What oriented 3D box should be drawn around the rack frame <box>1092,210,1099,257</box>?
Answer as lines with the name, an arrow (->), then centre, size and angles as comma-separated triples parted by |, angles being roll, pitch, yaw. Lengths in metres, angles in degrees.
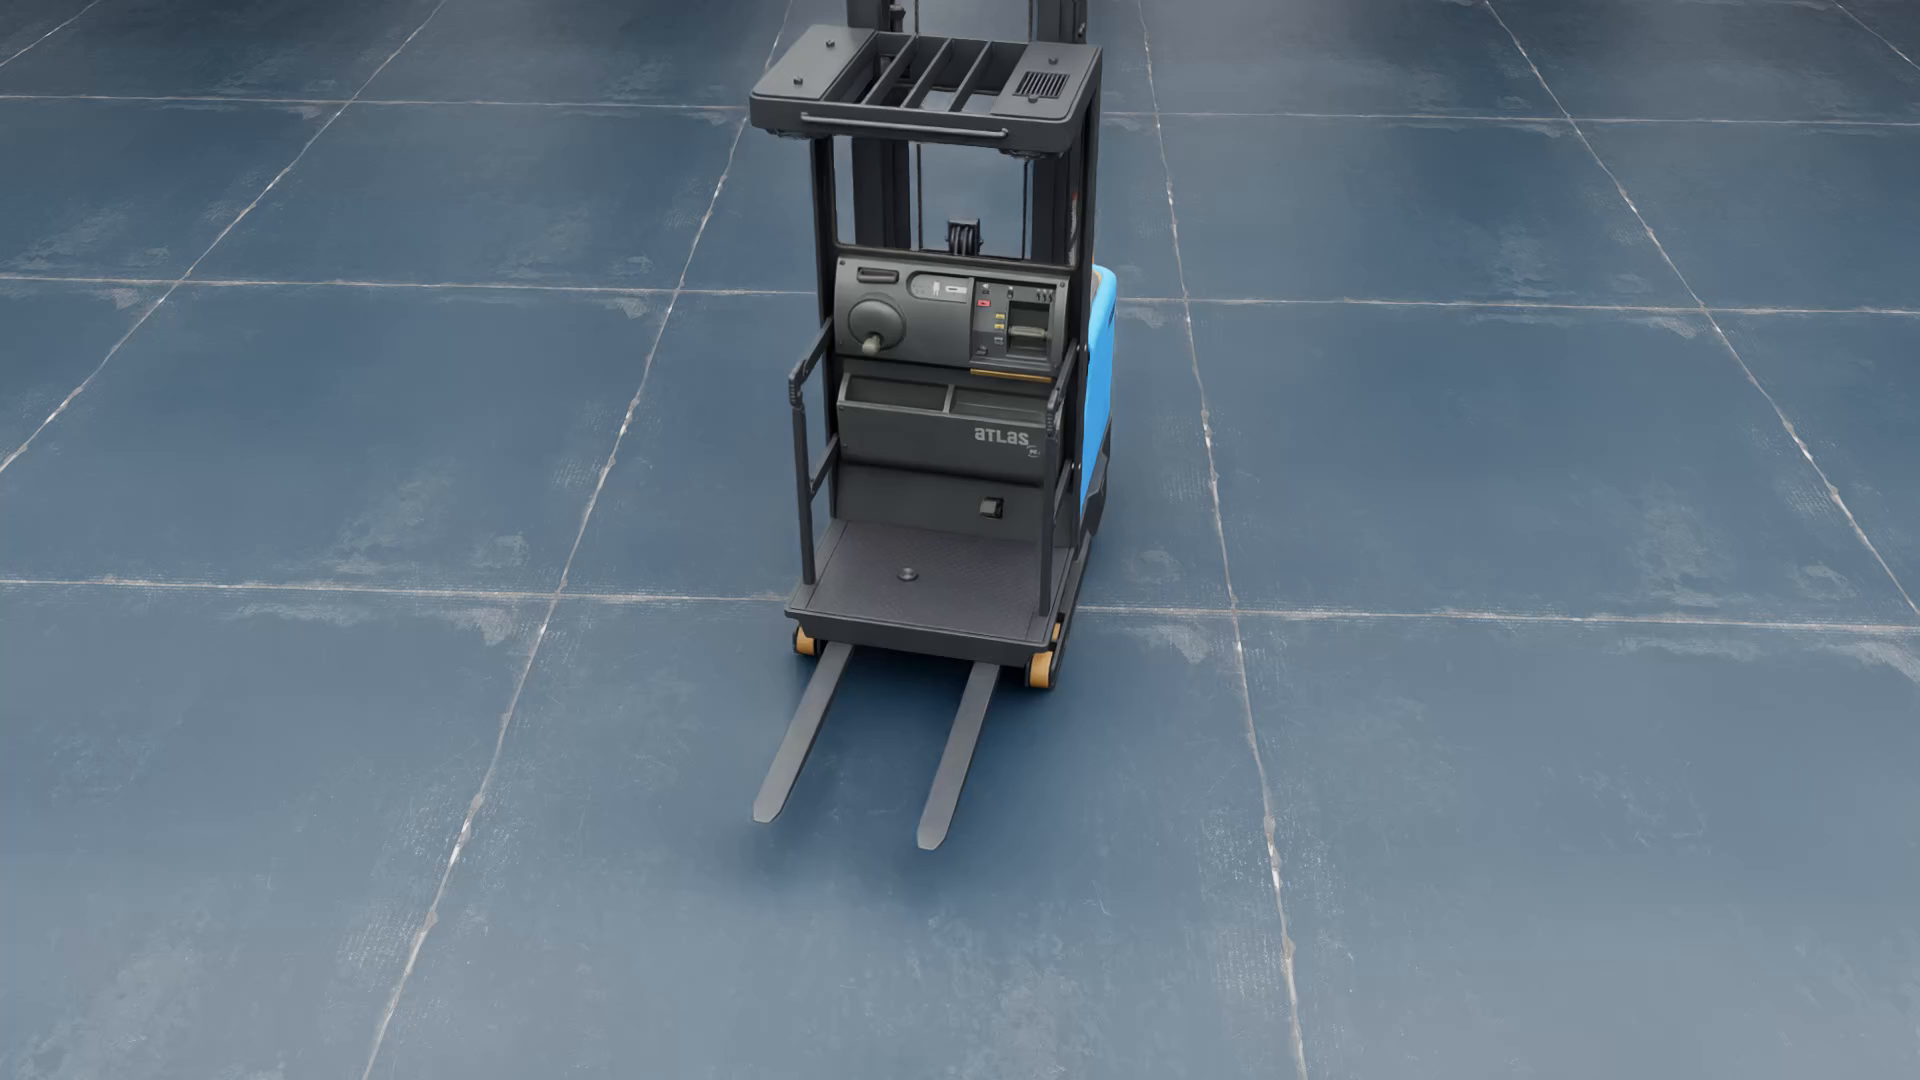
rack frame -> 0.526, -1.095, 8.270 | 0.240, 1.200, 0.006 | 28, 37, 34

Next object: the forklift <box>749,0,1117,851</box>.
forklift -> -0.084, -0.822, 6.371 | 1.130, 2.935, 3.031 | 7, 36, 10

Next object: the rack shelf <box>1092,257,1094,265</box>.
rack shelf -> 0.488, -1.337, 8.051 | 0.258, 0.103, 0.180 | 28, 37, 34

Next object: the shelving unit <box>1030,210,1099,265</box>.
shelving unit -> 0.463, -1.066, 8.210 | 0.258, 1.200, 0.189 | 28, 37, 34
